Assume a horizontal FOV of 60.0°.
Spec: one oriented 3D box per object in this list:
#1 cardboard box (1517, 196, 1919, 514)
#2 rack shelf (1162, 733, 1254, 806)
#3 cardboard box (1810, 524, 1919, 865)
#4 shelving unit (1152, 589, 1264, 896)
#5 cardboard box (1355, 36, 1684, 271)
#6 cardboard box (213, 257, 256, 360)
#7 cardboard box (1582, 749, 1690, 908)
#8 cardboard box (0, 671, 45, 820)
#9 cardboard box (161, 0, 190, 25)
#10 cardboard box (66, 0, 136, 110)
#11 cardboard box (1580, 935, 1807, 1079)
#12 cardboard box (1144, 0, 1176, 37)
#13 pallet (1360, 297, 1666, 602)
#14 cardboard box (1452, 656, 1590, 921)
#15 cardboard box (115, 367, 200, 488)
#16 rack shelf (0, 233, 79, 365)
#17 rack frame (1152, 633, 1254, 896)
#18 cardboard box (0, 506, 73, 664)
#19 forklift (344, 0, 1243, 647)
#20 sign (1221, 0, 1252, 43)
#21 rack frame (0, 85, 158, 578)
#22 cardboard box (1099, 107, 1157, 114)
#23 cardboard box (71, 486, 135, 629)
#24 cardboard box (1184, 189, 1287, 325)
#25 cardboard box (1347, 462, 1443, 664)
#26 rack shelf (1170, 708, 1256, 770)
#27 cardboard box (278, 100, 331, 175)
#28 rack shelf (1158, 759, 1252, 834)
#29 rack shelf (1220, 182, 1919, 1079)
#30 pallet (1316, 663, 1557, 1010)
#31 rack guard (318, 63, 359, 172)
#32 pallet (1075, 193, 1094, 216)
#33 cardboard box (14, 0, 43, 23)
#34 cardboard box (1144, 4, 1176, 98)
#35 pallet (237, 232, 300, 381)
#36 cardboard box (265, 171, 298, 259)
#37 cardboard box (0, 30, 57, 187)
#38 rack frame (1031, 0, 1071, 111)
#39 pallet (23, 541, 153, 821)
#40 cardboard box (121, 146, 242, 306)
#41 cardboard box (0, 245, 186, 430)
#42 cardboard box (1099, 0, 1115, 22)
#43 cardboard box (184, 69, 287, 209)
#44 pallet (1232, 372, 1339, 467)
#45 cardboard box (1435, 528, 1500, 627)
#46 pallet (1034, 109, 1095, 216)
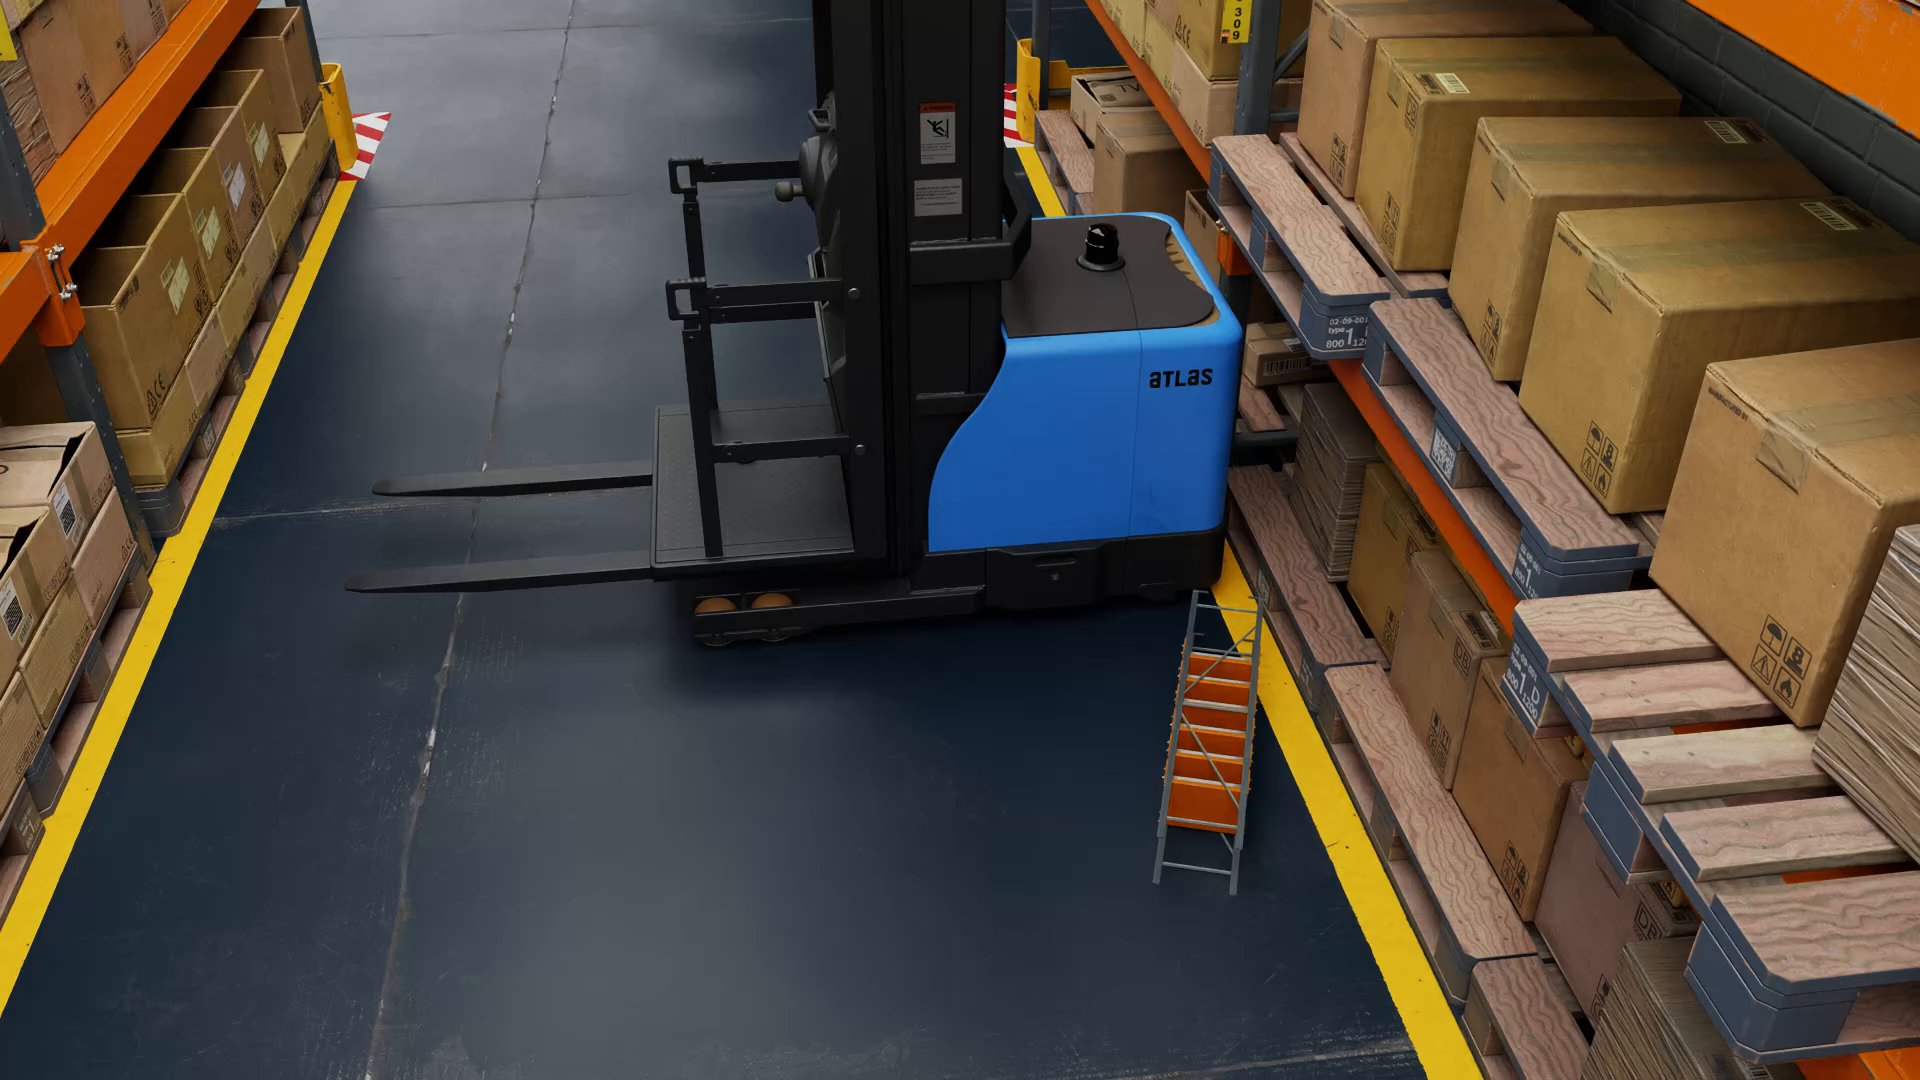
[{"bbox_3d":[1.729,-0.424,3.730,0.700,0.500,0.500,-4,35,-6],"label":"cardboard box"},{"bbox_3d":[0.753,0.702,5.048,0.258,0.180,0.103,7,35,9],"label":"rack shelf"},{"bbox_3d":[1.918,0.269,2.712,0.700,0.500,0.500,-8,35,-12],"label":"cardboard box"},{"bbox_3d":[0.791,0.593,5.205,0.258,0.189,1.200,7,35,9],"label":"shelving unit"},{"bbox_3d":[1.556,-1.102,4.724,0.700,0.500,0.500,-1,34,-1],"label":"cardboard box"},{"bbox_3d":[-3.341,-0.979,7.091,0.500,0.250,0.500,-4,35,-6],"label":"cardboard box"},{"bbox_3d":[1.828,0.575,3.906,0.500,0.250,0.500,-4,34,-5],"label":"cardboard box"},{"bbox_3d":[-2.976,0.639,4.717,0.500,0.250,0.500,-4,34,-5],"label":"cardboard box"},{"bbox_3d":[-3.806,-2.543,7.229,0.700,0.500,0.500,-4,34,-6],"label":"cardboard box"},{"bbox_3d":[-3.662,-1.963,6.379,0.700,0.500,0.500,-4,34,-6],"label":"cardboard box"},{"bbox_3d":[1.843,1.207,3.644,0.700,0.500,0.500,-4,34,-6],"label":"cardboard box"},{"bbox_3d":[1.010,-2.253,6.342,0.500,0.500,0.500,-5,35,-7],"label":"cardboard box"},{"bbox_3d":[1.684,-0.268,4.151,1.003,0.211,1.213,-4,35,-6],"label":"pallet"},{"bbox_3d":[1.794,0.636,4.482,0.700,0.500,0.500,-5,35,-7],"label":"cardboard box"},{"bbox_3d":[-3.217,-0.420,6.271,0.500,0.250,0.500,-4,35,-6],"label":"cardboard box"},{"bbox_3d":[-3.186,0.312,3.767,1.077,0.370,4.000,-4,35,-6],"label":"rack shelf"},{"bbox_3d":[0.792,0.669,5.257,0.240,0.006,1.200,7,35,9],"label":"rack frame"},{"bbox_3d":[-3.040,0.124,4.975,0.500,0.311,0.500,-3,34,-5],"label":"cardboard box"},{"bbox_3d":[-0.624,-1.163,5.354,3.031,2.935,1.130,-4,35,-6],"label":"forklift"},{"bbox_3d":[0.917,-1.791,5.445,0.100,0.325,0.005,-4,35,-6],"label":"sign"},{"bbox_3d":[-3.455,-1.101,5.202,1.000,3.000,0.127,-4,35,-6],"label":"rack frame"},{"bbox_3d":[0.996,-2.070,8.621,0.500,0.311,0.500,-2,34,-2],"label":"cardboard box"},{"bbox_3d":[-3.112,0.071,5.551,0.500,0.250,0.500,-5,35,-7],"label":"cardboard box"},{"bbox_3d":[1.274,-1.203,7.181,0.500,0.500,0.500,-7,35,-10],"label":"cardboard box"},{"bbox_3d":[1.688,0.067,5.317,0.700,0.500,0.500,-5,35,-7],"label":"cardboard box"},{"bbox_3d":[0.776,0.635,5.145,0.258,0.180,0.103,7,35,9],"label":"rack shelf"},{"bbox_3d":[-3.628,-2.093,8.727,0.500,0.250,0.500,-4,35,-6],"label":"cardboard box"},{"bbox_3d":[0.729,0.769,4.951,0.258,0.180,0.103,7,35,9],"label":"rack shelf"},{"bbox_3d":[1.722,-0.065,4.320,1.077,0.370,4.000,-4,35,-6],"label":"rack shelf"},{"bbox_3d":[1.727,0.791,4.902,1.003,0.211,1.213,-4,35,-6],"label":"pallet"},{"bbox_3d":[-3.996,-2.314,9.201,1.175,0.500,0.348,-4,35,-6],"label":"rack guard"},{"bbox_3d":[1.161,-1.380,8.088,1.003,0.211,1.213,-4,35,-6],"label":"pallet"},{"bbox_3d":[-3.369,-1.859,5.649,0.380,0.149,0.250,-5,35,-8],"label":"cardboard box"},{"bbox_3d":[1.030,-1.945,6.555,0.500,0.250,0.500,-4,35,-6],"label":"cardboard box"},{"bbox_3d":[-3.688,-1.078,7.644,1.003,0.211,1.213,-4,35,-6],"label":"pallet"},{"bbox_3d":[-3.480,-1.537,7.910,0.500,0.250,0.500,-4,35,-6],"label":"cardboard box"},{"bbox_3d":[-3.521,-1.389,5.536,0.700,0.500,0.500,-5,35,-8],"label":"cardboard box"},{"bbox_3d":[0.915,-3.710,9.031,1.000,3.000,0.127,-4,35,-6],"label":"rack frame"},{"bbox_3d":[-3.317,0.460,5.388,1.003,0.211,1.213,-4,35,-6],"label":"pallet"},{"bbox_3d":[-3.342,-1.289,6.880,0.500,0.500,0.500,-4,35,-6],"label":"cardboard box"},{"bbox_3d":[-3.207,-0.731,6.061,0.500,0.500,0.500,-4,35,-6],"label":"cardboard box"},{"bbox_3d":[0.879,-2.505,7.377,0.500,0.250,0.500,-4,34,-6],"label":"cardboard box"},{"bbox_3d":[-3.477,-1.847,7.699,0.500,0.500,0.500,-4,35,-6],"label":"cardboard box"},{"bbox_3d":[1.328,-0.698,7.087,1.003,0.211,1.213,-4,35,-6],"label":"pallet"},{"bbox_3d":[1.705,0.008,4.738,0.500,0.250,0.500,-5,35,-8],"label":"cardboard box"},{"bbox_3d":[1.000,-2.060,9.085,1.003,0.211,1.213,-4,35,-6],"label":"pallet"}]
